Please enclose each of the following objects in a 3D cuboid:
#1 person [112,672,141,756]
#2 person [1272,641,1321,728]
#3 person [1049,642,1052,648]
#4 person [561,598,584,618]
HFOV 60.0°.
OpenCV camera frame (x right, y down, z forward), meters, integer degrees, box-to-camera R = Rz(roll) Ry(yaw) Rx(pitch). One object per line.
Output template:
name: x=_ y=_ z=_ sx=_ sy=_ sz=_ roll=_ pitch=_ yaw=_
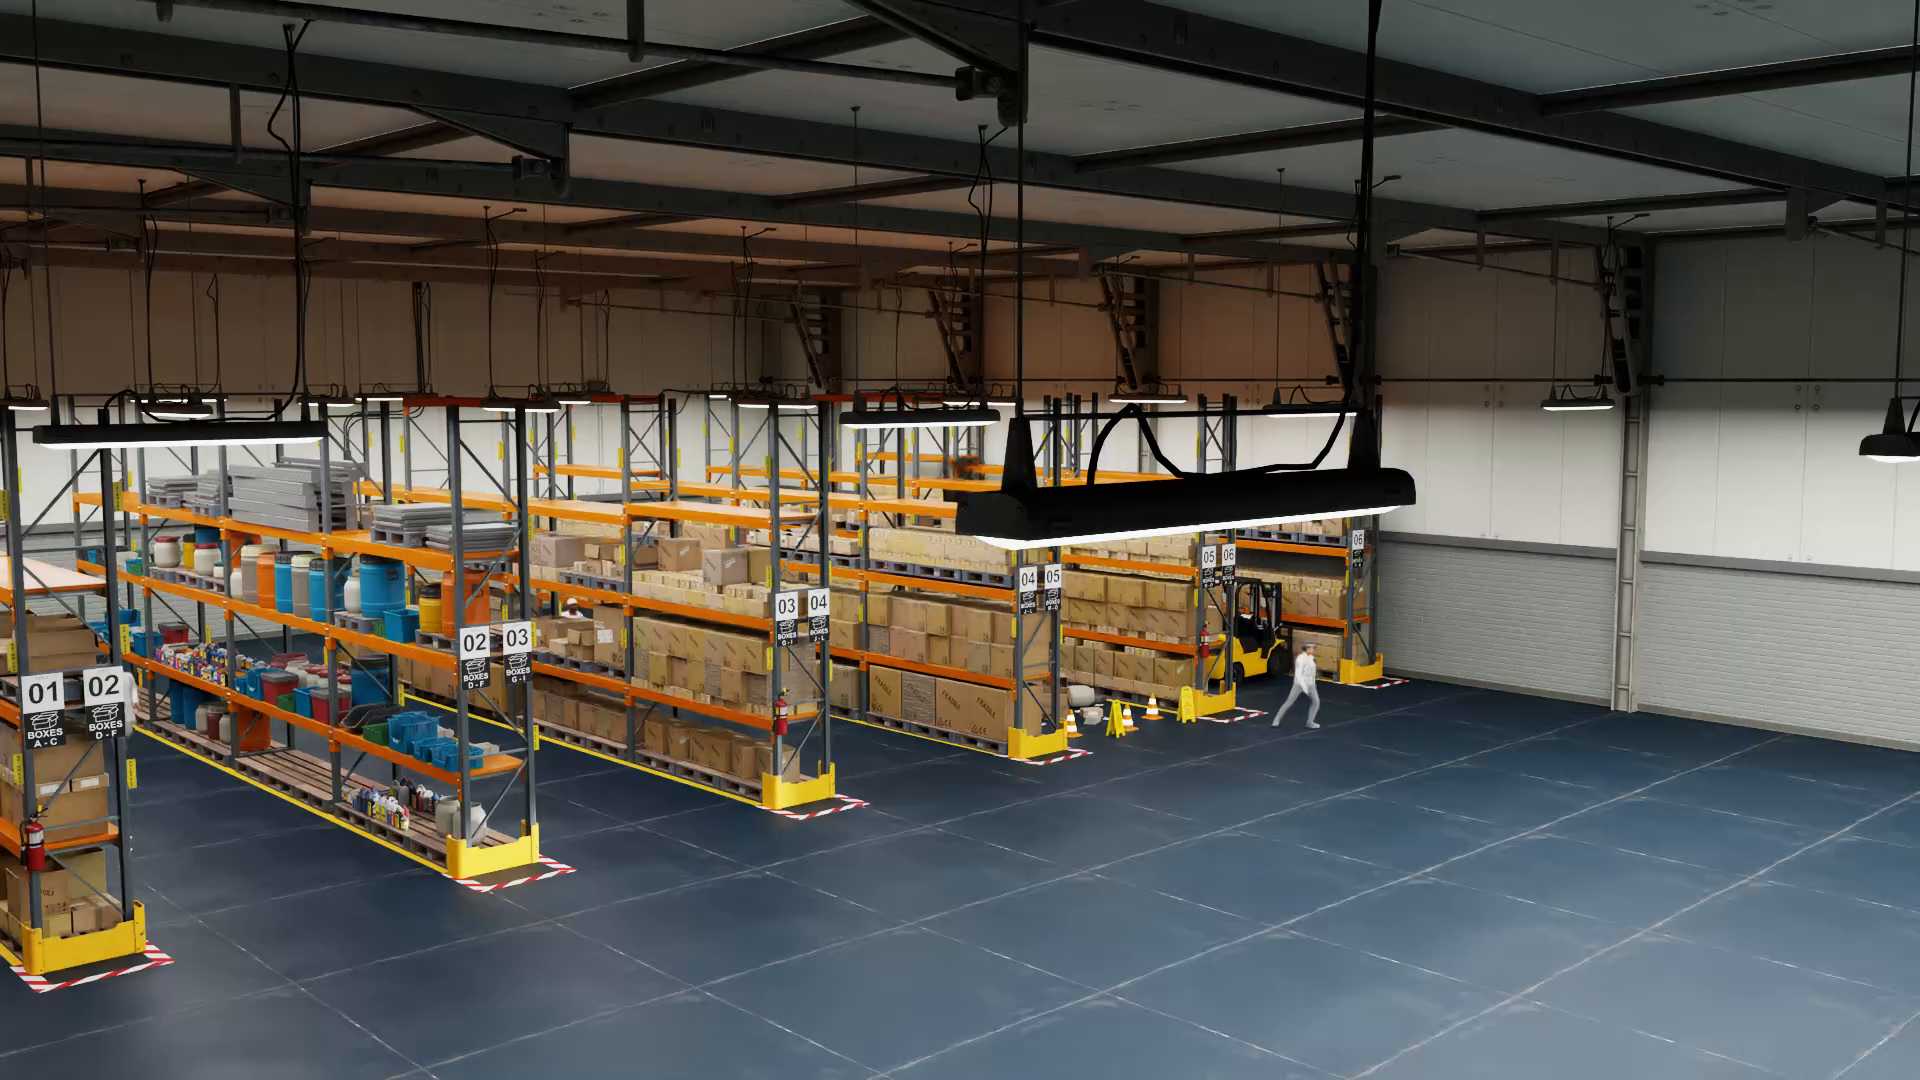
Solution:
person: x=-13.940 y=2.819 z=27.523 sx=0.686 sy=1.724 sz=0.680 roll=-5 pitch=7 yaw=-40
person: x=6.109 y=2.615 z=30.221 sx=0.766 sy=1.605 sz=0.689 roll=-4 pitch=7 yaw=-37
person: x=1.833 y=1.889 z=37.620 sx=0.861 sy=1.600 sz=0.613 roll=5 pitch=8 yaw=44
person: x=-8.067 y=2.103 z=34.699 sx=0.722 sy=1.789 sz=0.691 roll=4 pitch=7 yaw=39
